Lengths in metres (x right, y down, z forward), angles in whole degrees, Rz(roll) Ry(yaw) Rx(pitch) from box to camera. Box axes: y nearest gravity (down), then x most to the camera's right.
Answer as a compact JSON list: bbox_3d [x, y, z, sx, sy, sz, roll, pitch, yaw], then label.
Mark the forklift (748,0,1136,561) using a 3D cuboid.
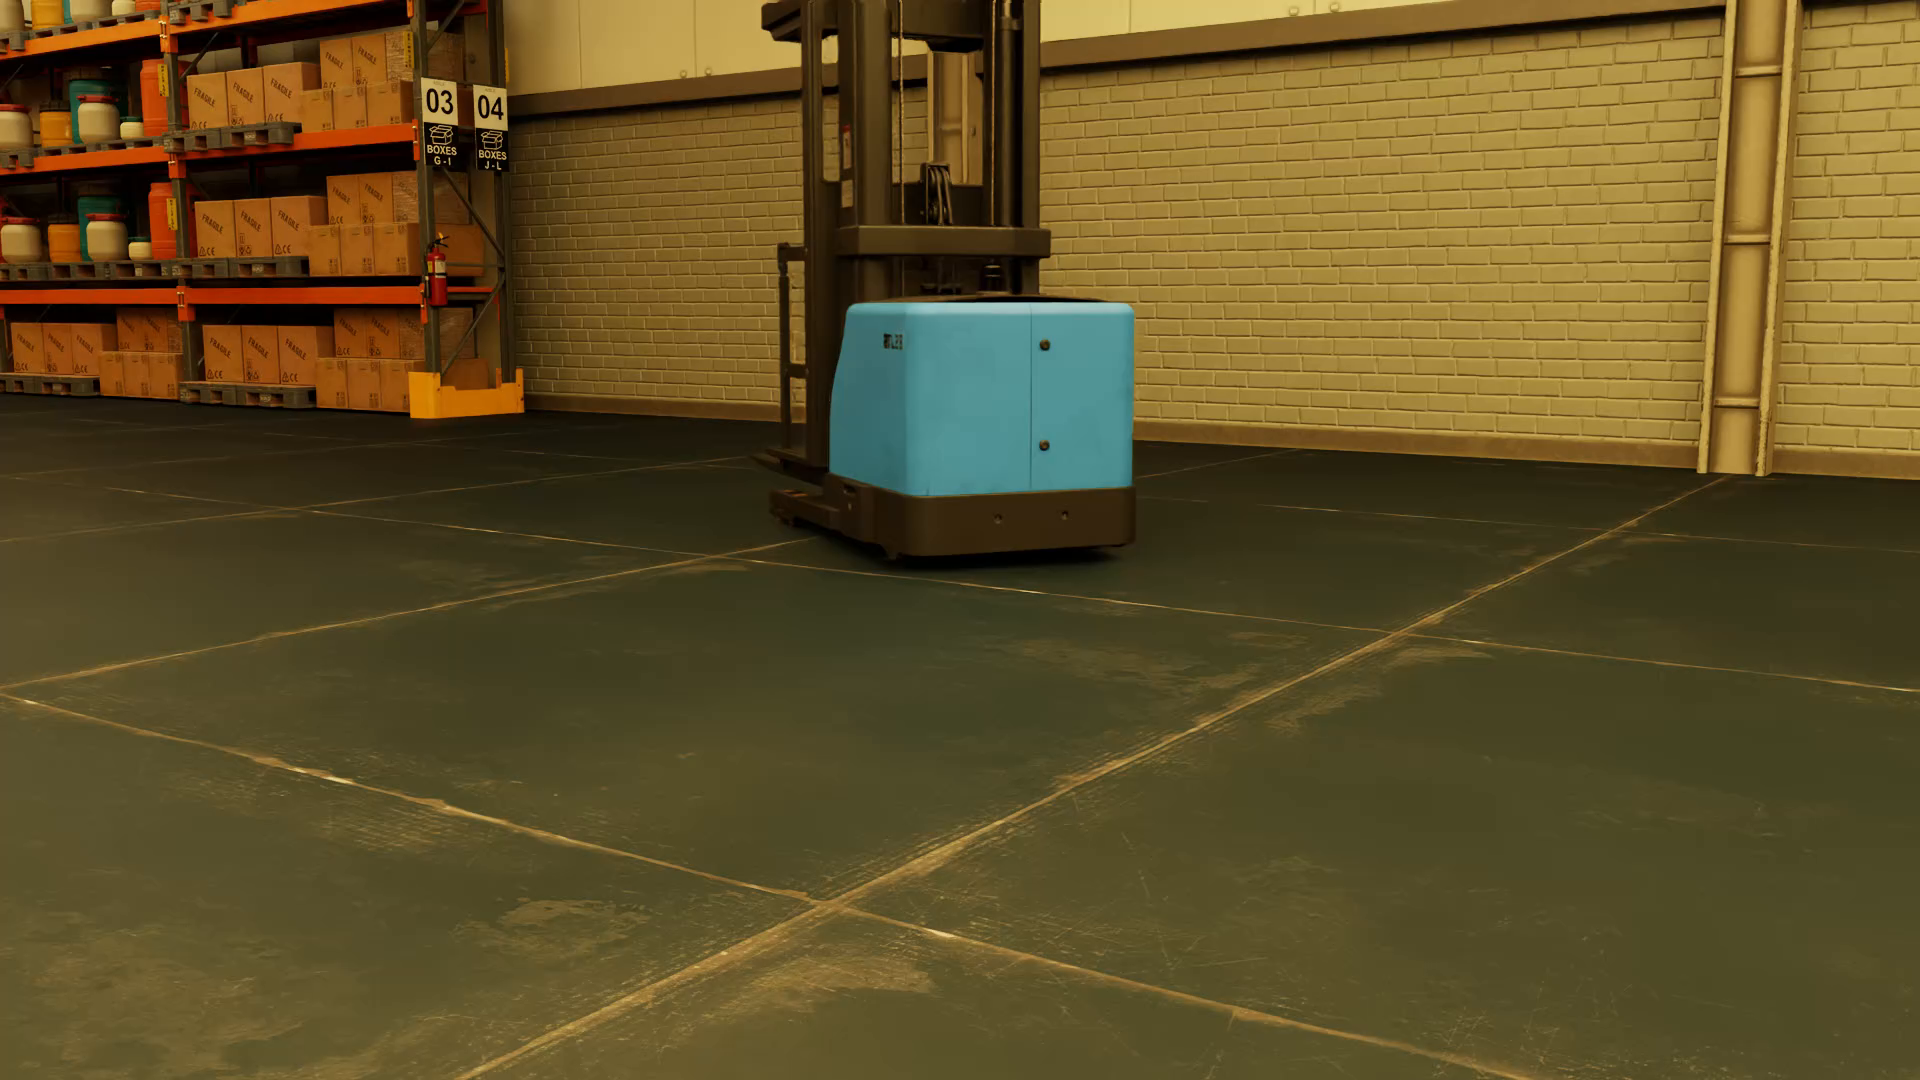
[{"bbox_3d":[-0.297,-1.534,7.983,1.130,2.935,3.031,-3,9,-23],"label":"forklift"}]
